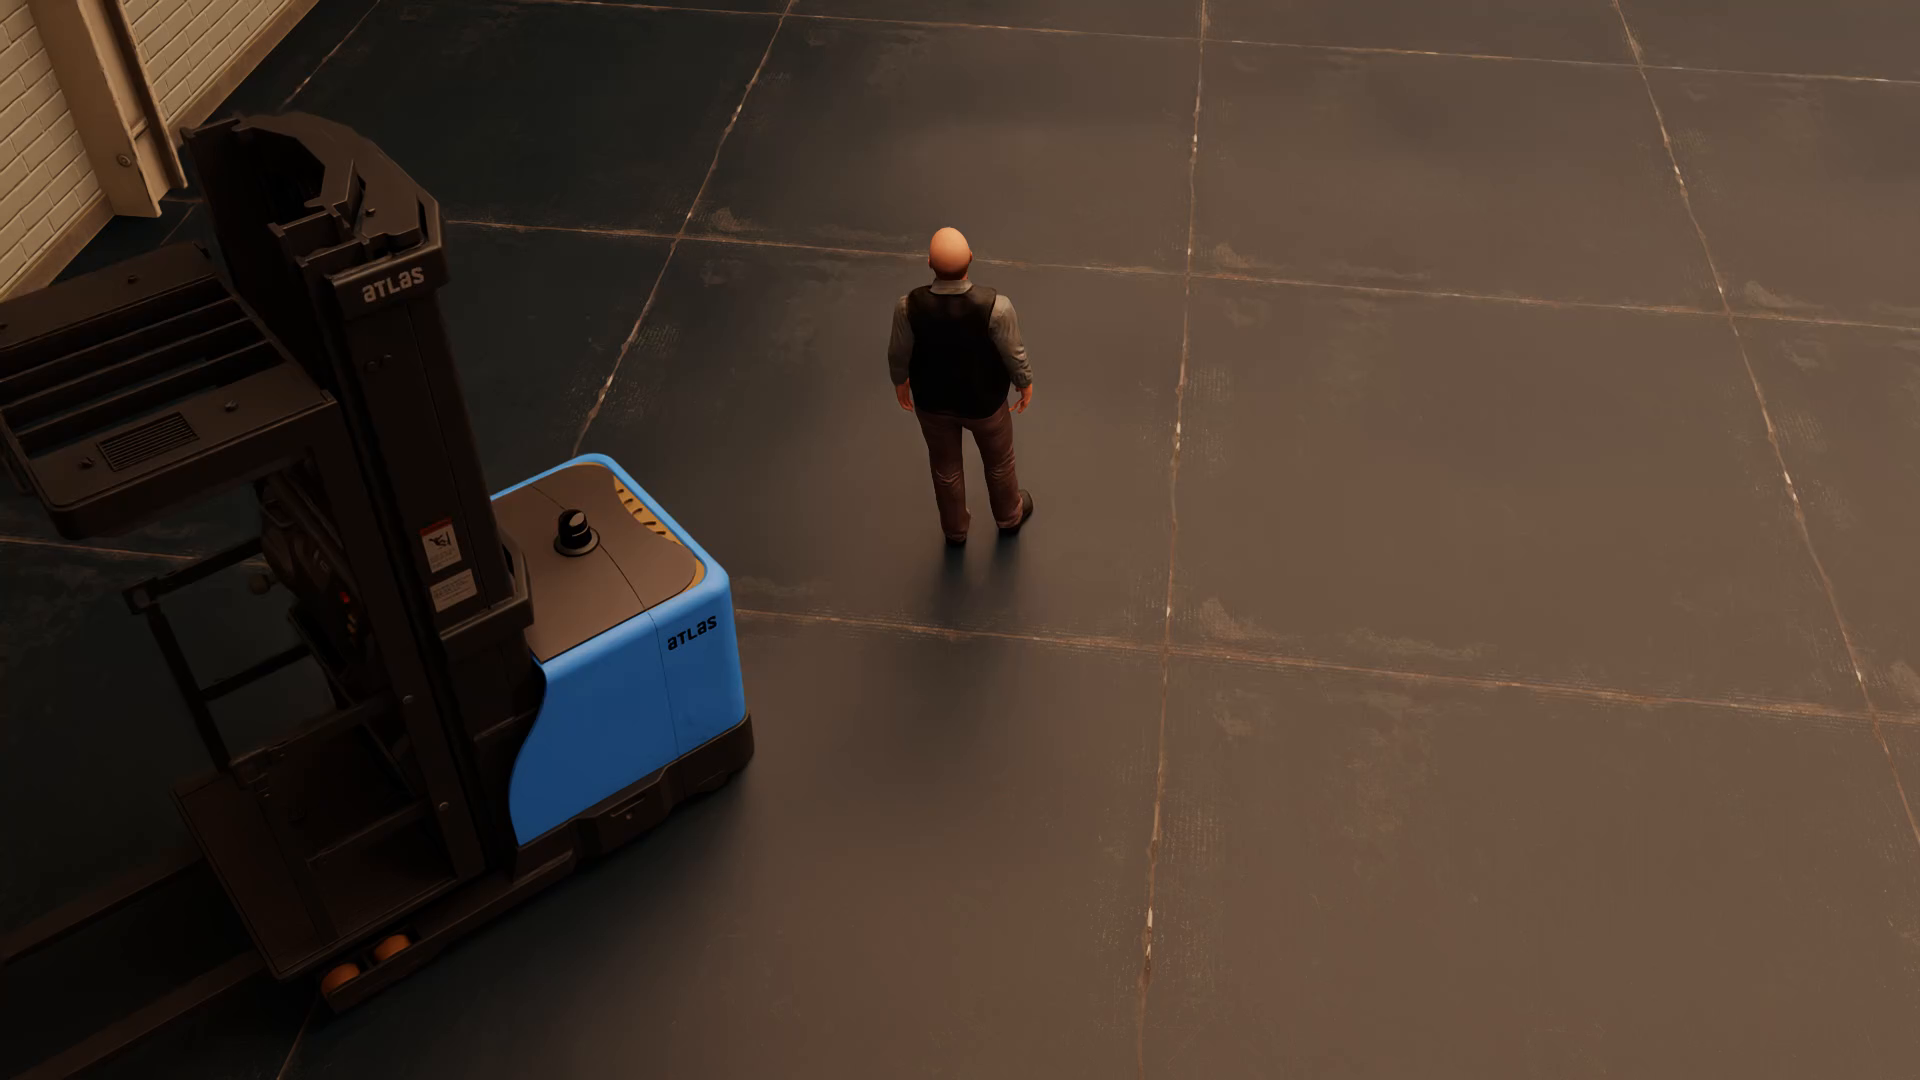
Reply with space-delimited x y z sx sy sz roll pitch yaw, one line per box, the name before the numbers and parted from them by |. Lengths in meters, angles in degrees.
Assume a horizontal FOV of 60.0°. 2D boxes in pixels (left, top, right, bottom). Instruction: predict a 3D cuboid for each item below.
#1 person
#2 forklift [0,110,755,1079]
person | 0.016 -0.681 7.348 0.633 1.721 0.568 5 43 6
forklift | -2.313 0.212 5.493 3.031 2.935 1.130 -28 50 -27
